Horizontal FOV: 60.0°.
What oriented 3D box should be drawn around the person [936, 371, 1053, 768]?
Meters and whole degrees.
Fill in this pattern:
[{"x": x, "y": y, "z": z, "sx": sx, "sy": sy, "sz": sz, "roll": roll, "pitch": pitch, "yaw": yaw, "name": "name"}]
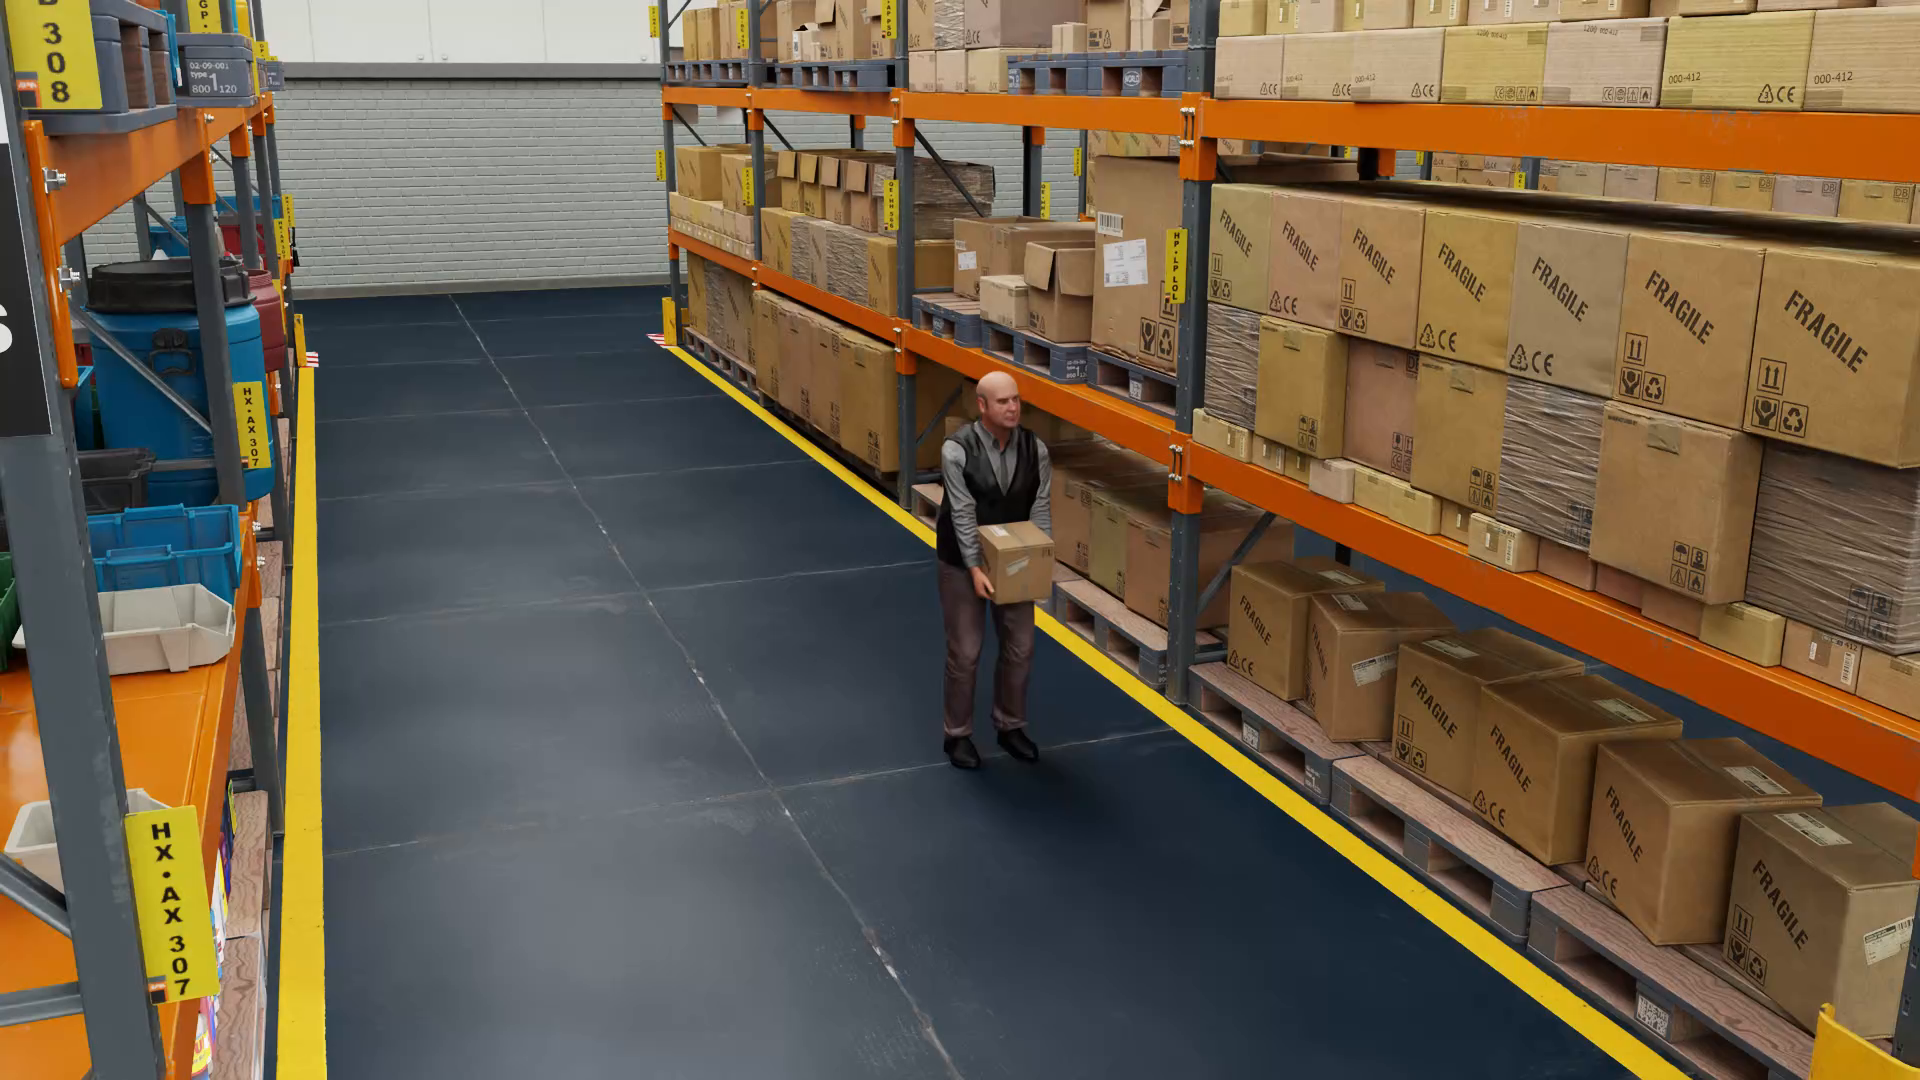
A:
[{"x": 0.167, "y": 0.136, "z": 7.098, "sx": 0.490, "sy": 1.717, "sz": 0.571, "roll": -6, "pitch": 17, "yaw": -21, "name": "person"}]
